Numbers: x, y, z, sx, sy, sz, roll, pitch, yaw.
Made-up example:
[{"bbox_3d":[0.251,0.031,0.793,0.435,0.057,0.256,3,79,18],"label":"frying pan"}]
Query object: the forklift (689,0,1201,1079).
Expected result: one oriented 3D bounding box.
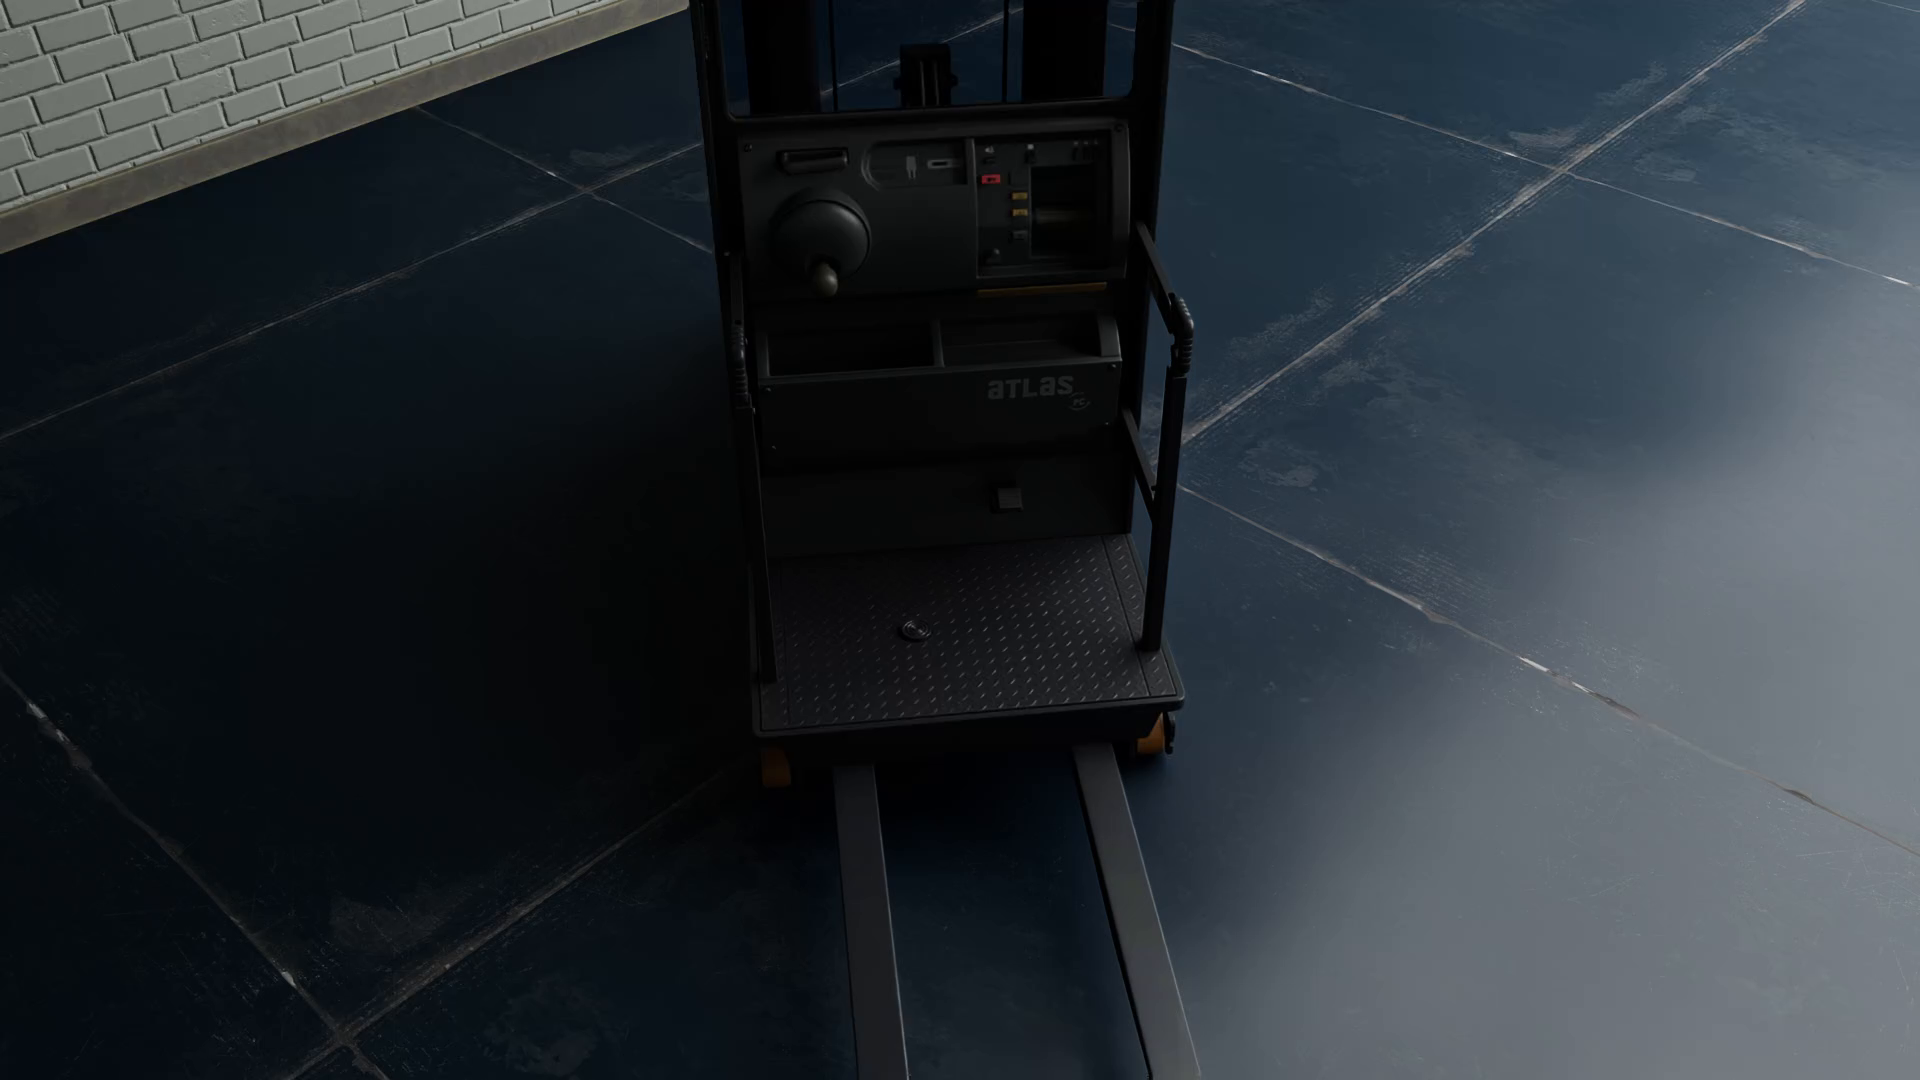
[{"bbox_3d":[-0.027,-0.720,3.800,1.130,2.935,3.031,-4,39,-5],"label":"forklift"}]
